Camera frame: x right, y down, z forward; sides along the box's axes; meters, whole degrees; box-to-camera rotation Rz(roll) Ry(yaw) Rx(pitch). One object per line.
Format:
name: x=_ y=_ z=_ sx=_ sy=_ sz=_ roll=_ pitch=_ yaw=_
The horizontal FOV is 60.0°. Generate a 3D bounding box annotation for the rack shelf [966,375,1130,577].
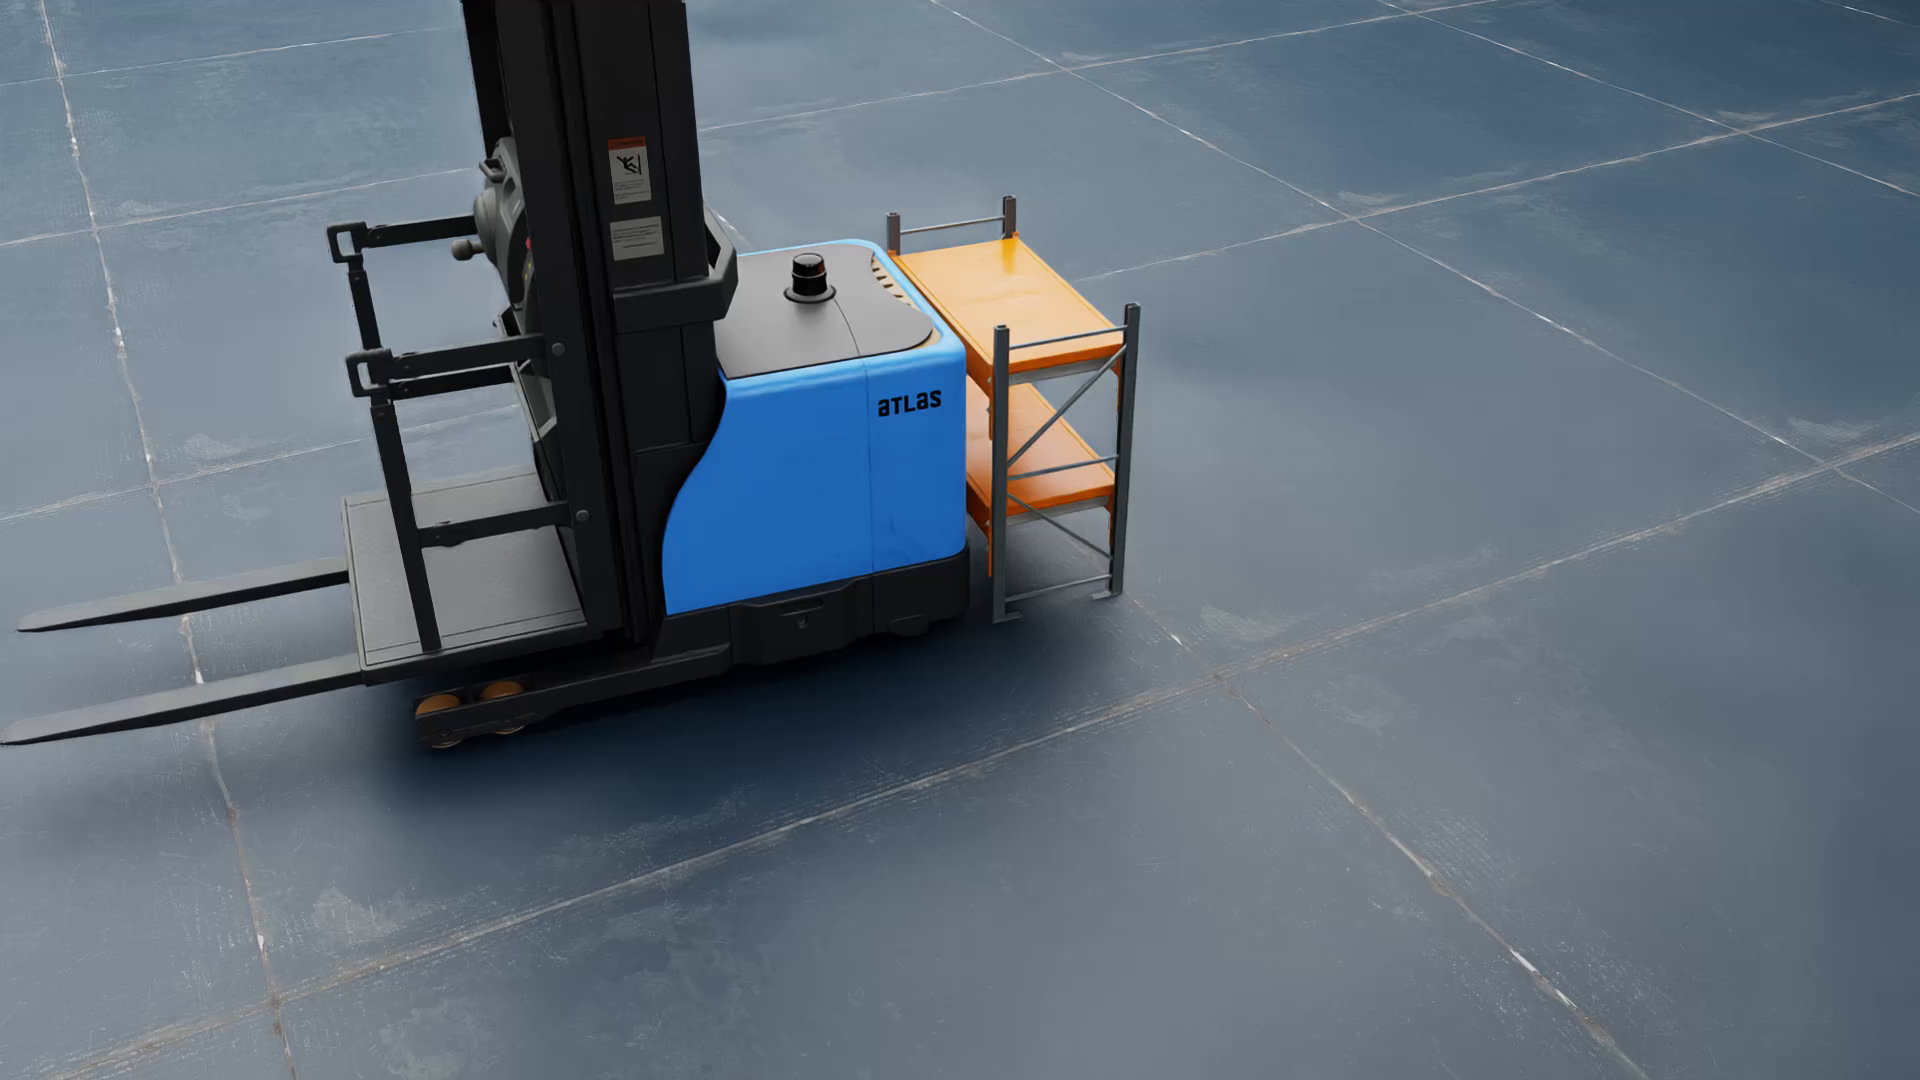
rack shelf: x=0.157 y=-0.288 z=6.110 sx=0.538 sy=0.278 sz=1.000 roll=-12 pitch=35 yaw=-18

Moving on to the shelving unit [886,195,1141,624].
shelving unit: x=0.157 y=-0.494 z=5.978 sx=0.538 sy=1.125 sz=1.048 roll=-12 pitch=35 yaw=-18

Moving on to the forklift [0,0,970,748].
forklift: x=-1.538 y=-0.903 z=4.943 sx=3.031 sy=2.935 sz=1.130 roll=-12 pitch=34 yaw=-17

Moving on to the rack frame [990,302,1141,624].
rack frame: x=0.343 y=-0.239 z=5.580 sx=0.500 sy=1.125 sz=0.032 roll=-12 pitch=35 yaw=-18

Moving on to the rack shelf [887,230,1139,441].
rack shelf: x=0.157 y=-0.740 z=5.820 sx=0.538 sy=0.278 sz=1.000 roll=-12 pitch=35 yaw=-18

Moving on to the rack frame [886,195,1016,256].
rack frame: x=-0.030 y=-0.749 z=6.376 sx=0.500 sy=1.125 sz=0.032 roll=-12 pitch=35 yaw=-18
